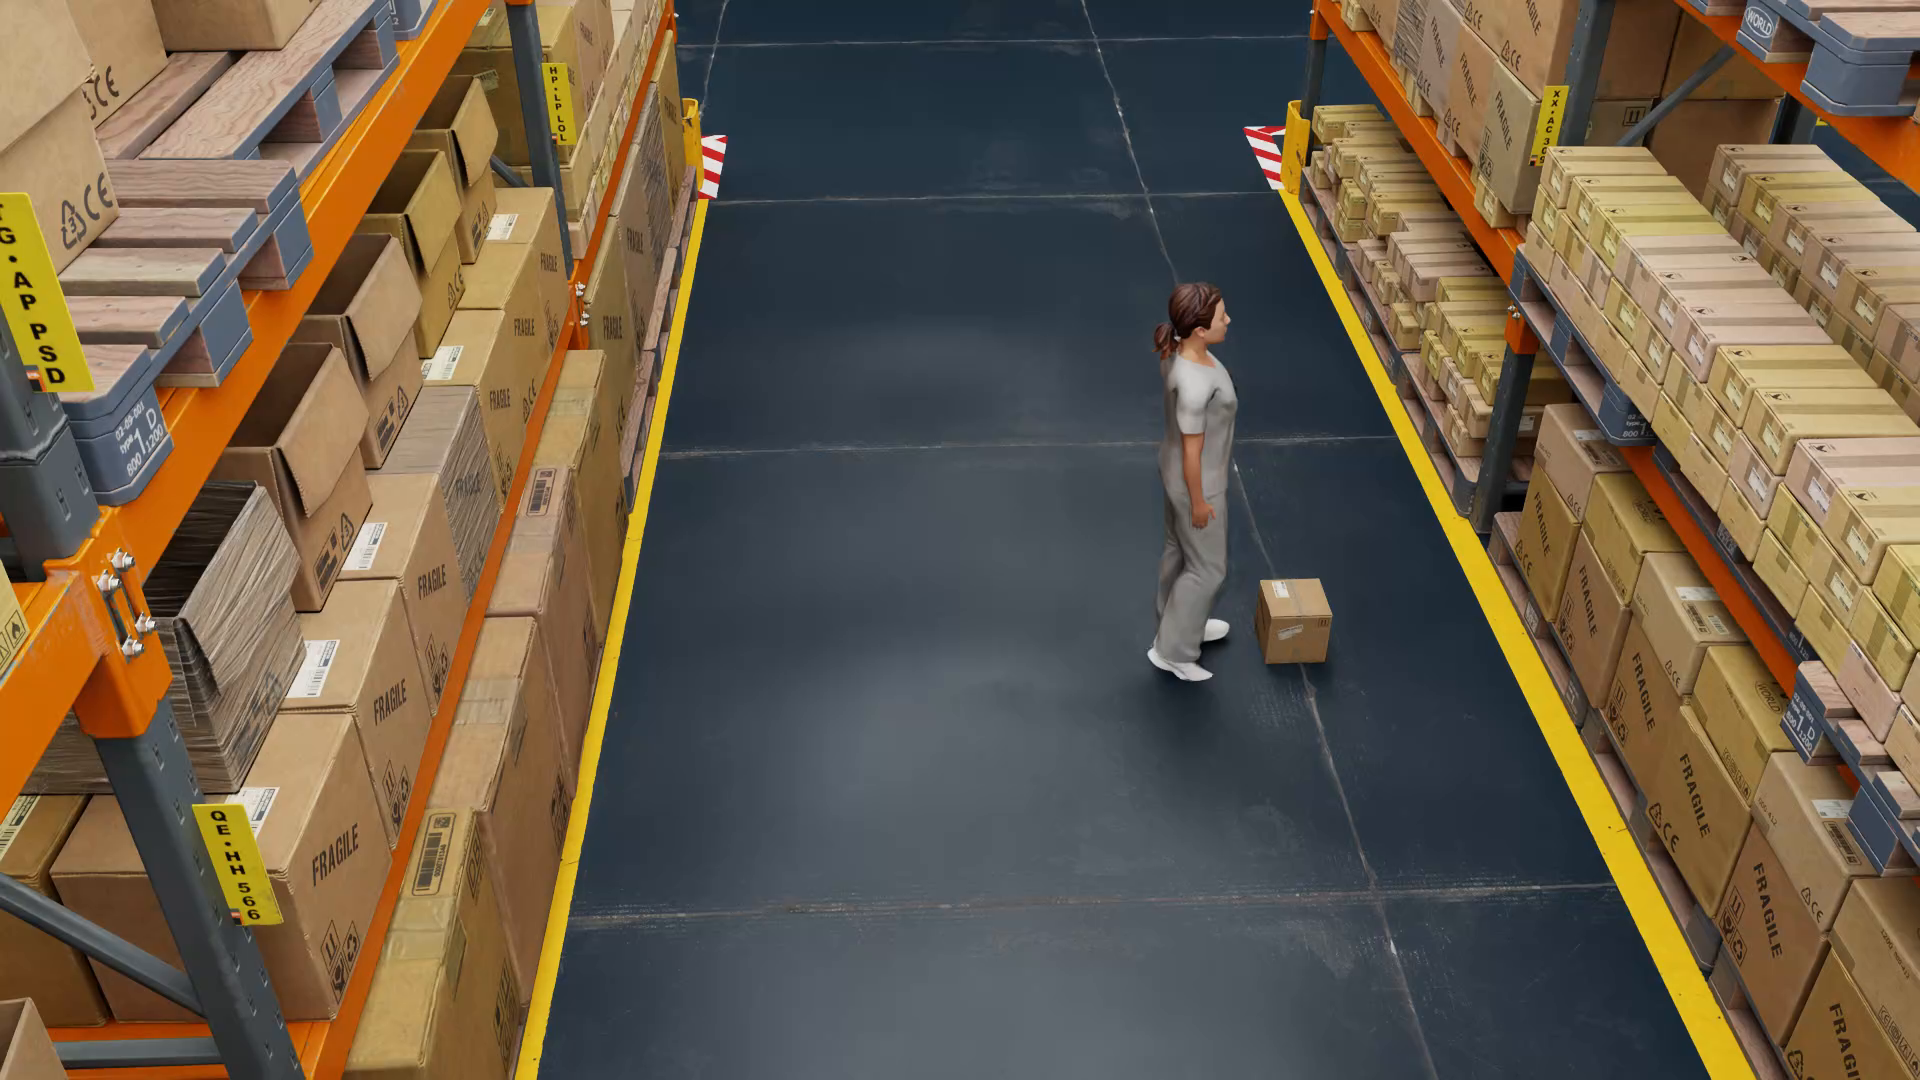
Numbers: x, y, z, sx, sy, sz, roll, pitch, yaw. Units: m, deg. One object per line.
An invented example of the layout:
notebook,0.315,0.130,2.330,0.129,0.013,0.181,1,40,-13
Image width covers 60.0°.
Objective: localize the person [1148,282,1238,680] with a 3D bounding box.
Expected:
person,0.917,-0.216,6.489,0.432,1.730,0.453,-1,35,-2
